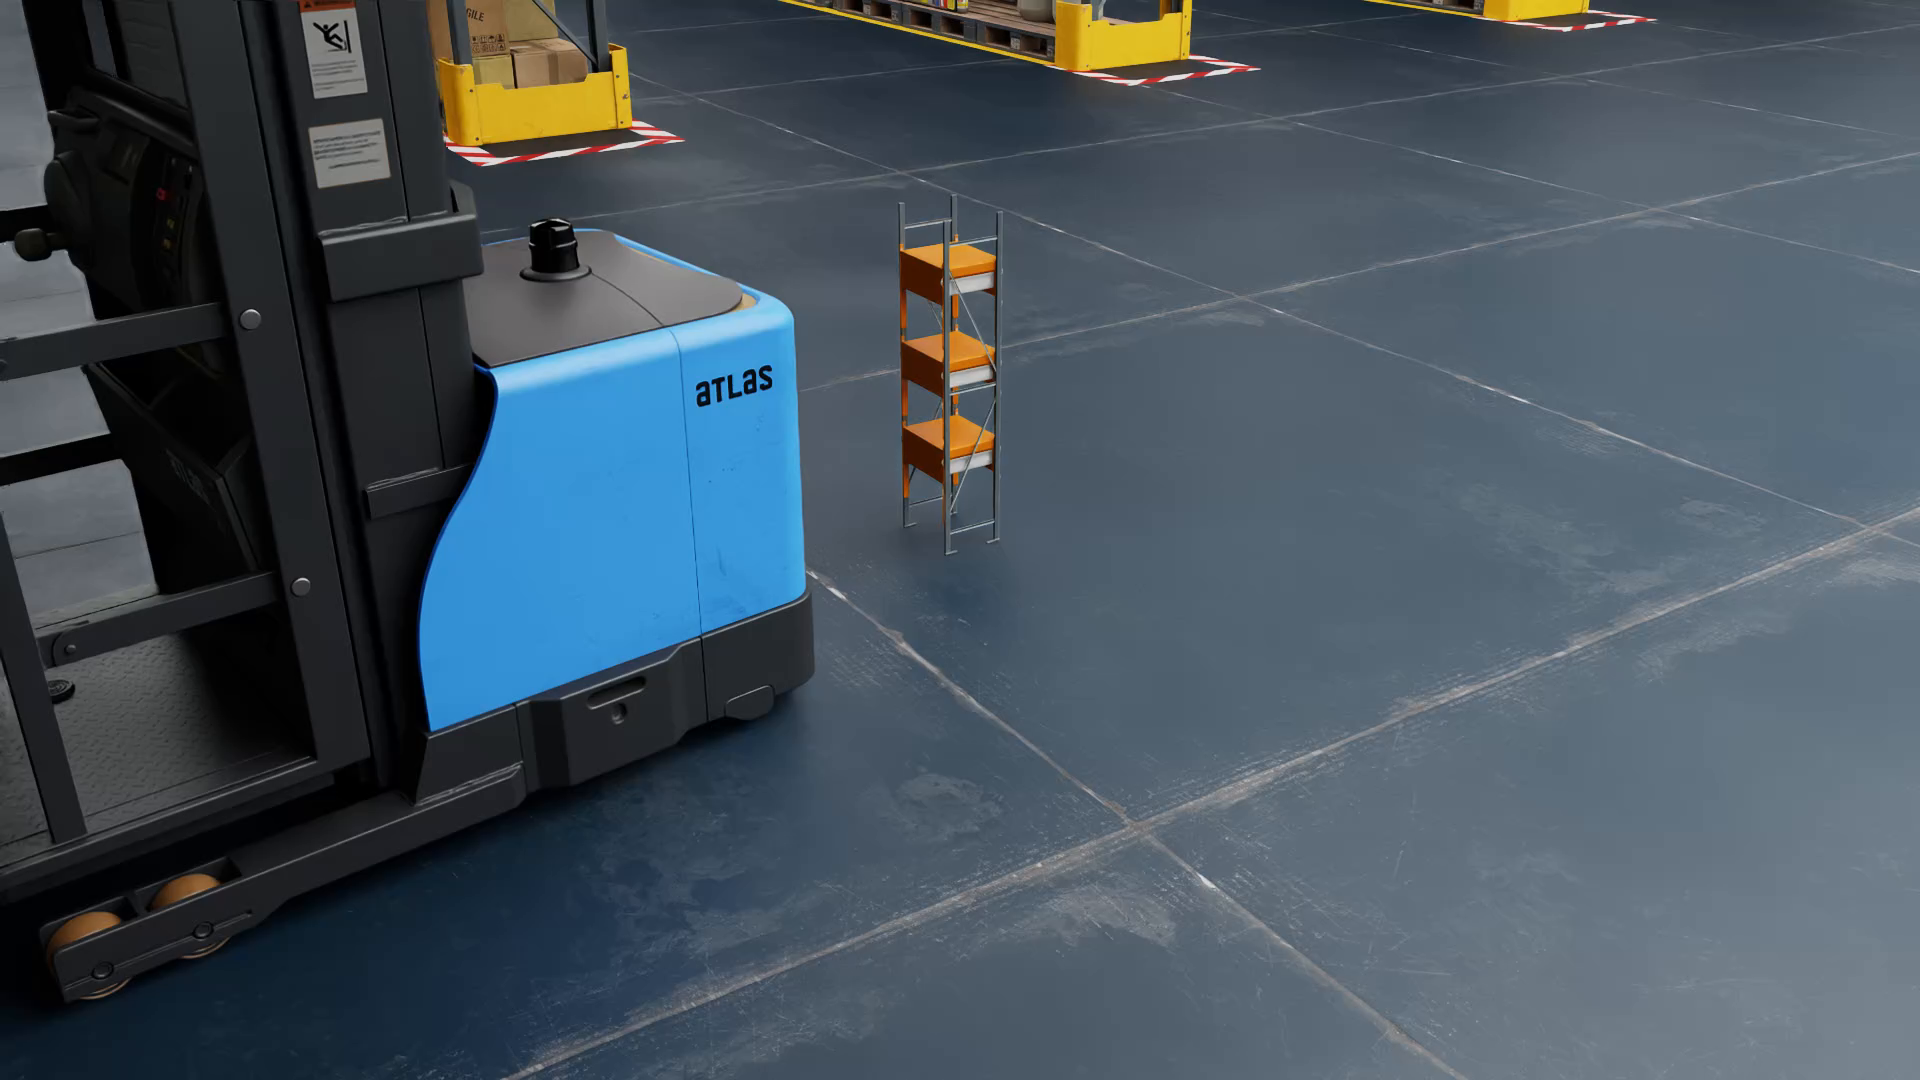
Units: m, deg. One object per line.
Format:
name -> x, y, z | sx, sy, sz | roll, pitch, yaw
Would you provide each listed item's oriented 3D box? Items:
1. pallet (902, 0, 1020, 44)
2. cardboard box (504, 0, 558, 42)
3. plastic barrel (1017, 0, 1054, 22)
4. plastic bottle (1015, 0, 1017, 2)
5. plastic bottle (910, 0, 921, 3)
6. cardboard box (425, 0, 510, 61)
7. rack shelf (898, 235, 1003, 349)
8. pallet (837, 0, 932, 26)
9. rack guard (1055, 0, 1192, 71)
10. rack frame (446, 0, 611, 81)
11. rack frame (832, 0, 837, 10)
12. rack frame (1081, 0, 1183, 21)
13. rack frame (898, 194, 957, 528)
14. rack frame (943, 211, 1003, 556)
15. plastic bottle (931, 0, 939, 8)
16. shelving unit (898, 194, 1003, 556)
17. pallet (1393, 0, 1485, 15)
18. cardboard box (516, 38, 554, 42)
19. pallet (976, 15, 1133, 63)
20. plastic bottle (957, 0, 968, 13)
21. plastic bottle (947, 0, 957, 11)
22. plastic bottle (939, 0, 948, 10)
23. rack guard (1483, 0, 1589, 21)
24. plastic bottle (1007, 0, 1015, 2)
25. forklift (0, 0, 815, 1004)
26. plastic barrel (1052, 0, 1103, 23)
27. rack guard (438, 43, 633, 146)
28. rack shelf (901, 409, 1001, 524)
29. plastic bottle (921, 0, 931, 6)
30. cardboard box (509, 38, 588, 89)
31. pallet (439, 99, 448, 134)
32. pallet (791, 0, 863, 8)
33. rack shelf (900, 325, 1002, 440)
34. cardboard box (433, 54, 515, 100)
pallet -> 0.212, -4.681, 14.919 | 1.003, 0.211, 1.213 | -16, 29, -30
cardboard box -> -3.140, -3.753, 11.537 | 0.500, 0.500, 0.500 | -16, 29, -30
plastic barrel -> 0.697, -4.660, 14.030 | 0.421, 0.512, 0.421 | 0, 25, 0
plastic bottle -> 0.557, -4.975, 14.942 | 0.061, 0.283, 0.133 | -15, 29, -29
plastic bottle -> -0.362, -5.025, 14.968 | 0.144, 0.351, 0.185 | -16, 30, -30
cardboard box -> -3.301, -3.453, 10.902 | 0.500, 0.500, 0.500 | -16, 29, -30
rack shelf -> -0.029, -0.741, 4.950 | 0.215, 0.259, 0.240 | -16, 29, -30
pallet -> -0.458, -5.118, 15.844 | 1.003, 0.211, 1.213 | -16, 29, -30
rack guard -> 1.313, -4.084, 13.316 | 1.175, 0.500, 0.348 | -16, 29, -30
rack frame -> -2.759, -4.045, 10.305 | 1.000, 3.000, 0.127 | -16, 29, -30
rack frame -> -0.790, -6.629, 15.778 | 1.000, 3.000, 0.127 | -16, 29, -30
rack frame -> 1.393, -5.198, 12.748 | 1.000, 3.000, 0.127 | -16, 29, -30
rack frame -> -0.096, -0.538, 5.159 | 0.200, 1.050, 0.008 | -16, 29, -30
rack frame -> 0.037, -0.450, 4.974 | 0.200, 1.050, 0.008 | -16, 29, -30
plastic bottle -> -0.167, -4.866, 14.720 | 0.152, 0.276, 0.135 | -16, 30, -31
shelving unit -> -0.029, -0.494, 5.066 | 0.215, 1.050, 0.252 | -16, 29, -30
pallet -> 5.088, -5.417, 16.479 | 1.003, 0.211, 1.213 | -16, 29, -30
cardboard box -> -3.141, -3.413, 11.696 | 0.500, 0.250, 0.500 | -16, 29, -30
pallet -> 0.874, -4.245, 13.995 | 1.003, 0.211, 1.213 | -16, 29, -30
plastic bottle -> 0.024, -4.686, 14.426 | 0.097, 0.201, 0.097 | 0, 25, 0
plastic bottle -> -0.055, -4.761, 14.488 | 0.061, 0.283, 0.133 | -15, 29, -28
plastic bottle -> -0.091, -4.817, 14.615 | 0.152, 0.276, 0.135 | -15, 29, -29
rack guard -> 5.502, -5.249, 15.784 | 1.175, 0.500, 0.348 | -16, 29, -30
plastic bottle -> 0.478, -5.007, 15.023 | 0.097, 0.271, 0.097 | 0, 25, 0
forklift -> -1.832, -0.665, 3.226 | 3.031, 2.935, 1.130 | -20, 32, -36
plastic barrel -> 0.970, -4.481, 13.650 | 0.421, 0.512, 0.421 | 0, 25, 0
rack guard -> -2.746, -2.906, 10.821 | 1.175, 0.500, 0.348 | -16, 29, -30
rack shelf -> -0.029, -0.233, 5.190 | 0.215, 0.259, 0.240 | -16, 29, -30
plastic bottle -> -0.261, -4.958, 14.827 | 0.144, 0.351, 0.185 | -14, 29, -27
cardboard box -> -2.865, -3.235, 11.319 | 0.500, 0.250, 0.500 | -16, 29, -30
pallet -> -3.211, -3.048, 11.459 | 1.003, 0.211, 1.213 | -16, 29, -30
pallet -> -1.251, -5.640, 16.949 | 1.003, 0.211, 1.213 | -16, 29, -30
rack shelf -> -0.029, -0.484, 5.071 | 0.215, 0.259, 0.240 | -16, 29, -30
cardboard box -> -3.299, -3.115, 11.063 | 0.500, 0.250, 0.500 | -16, 29, -30
